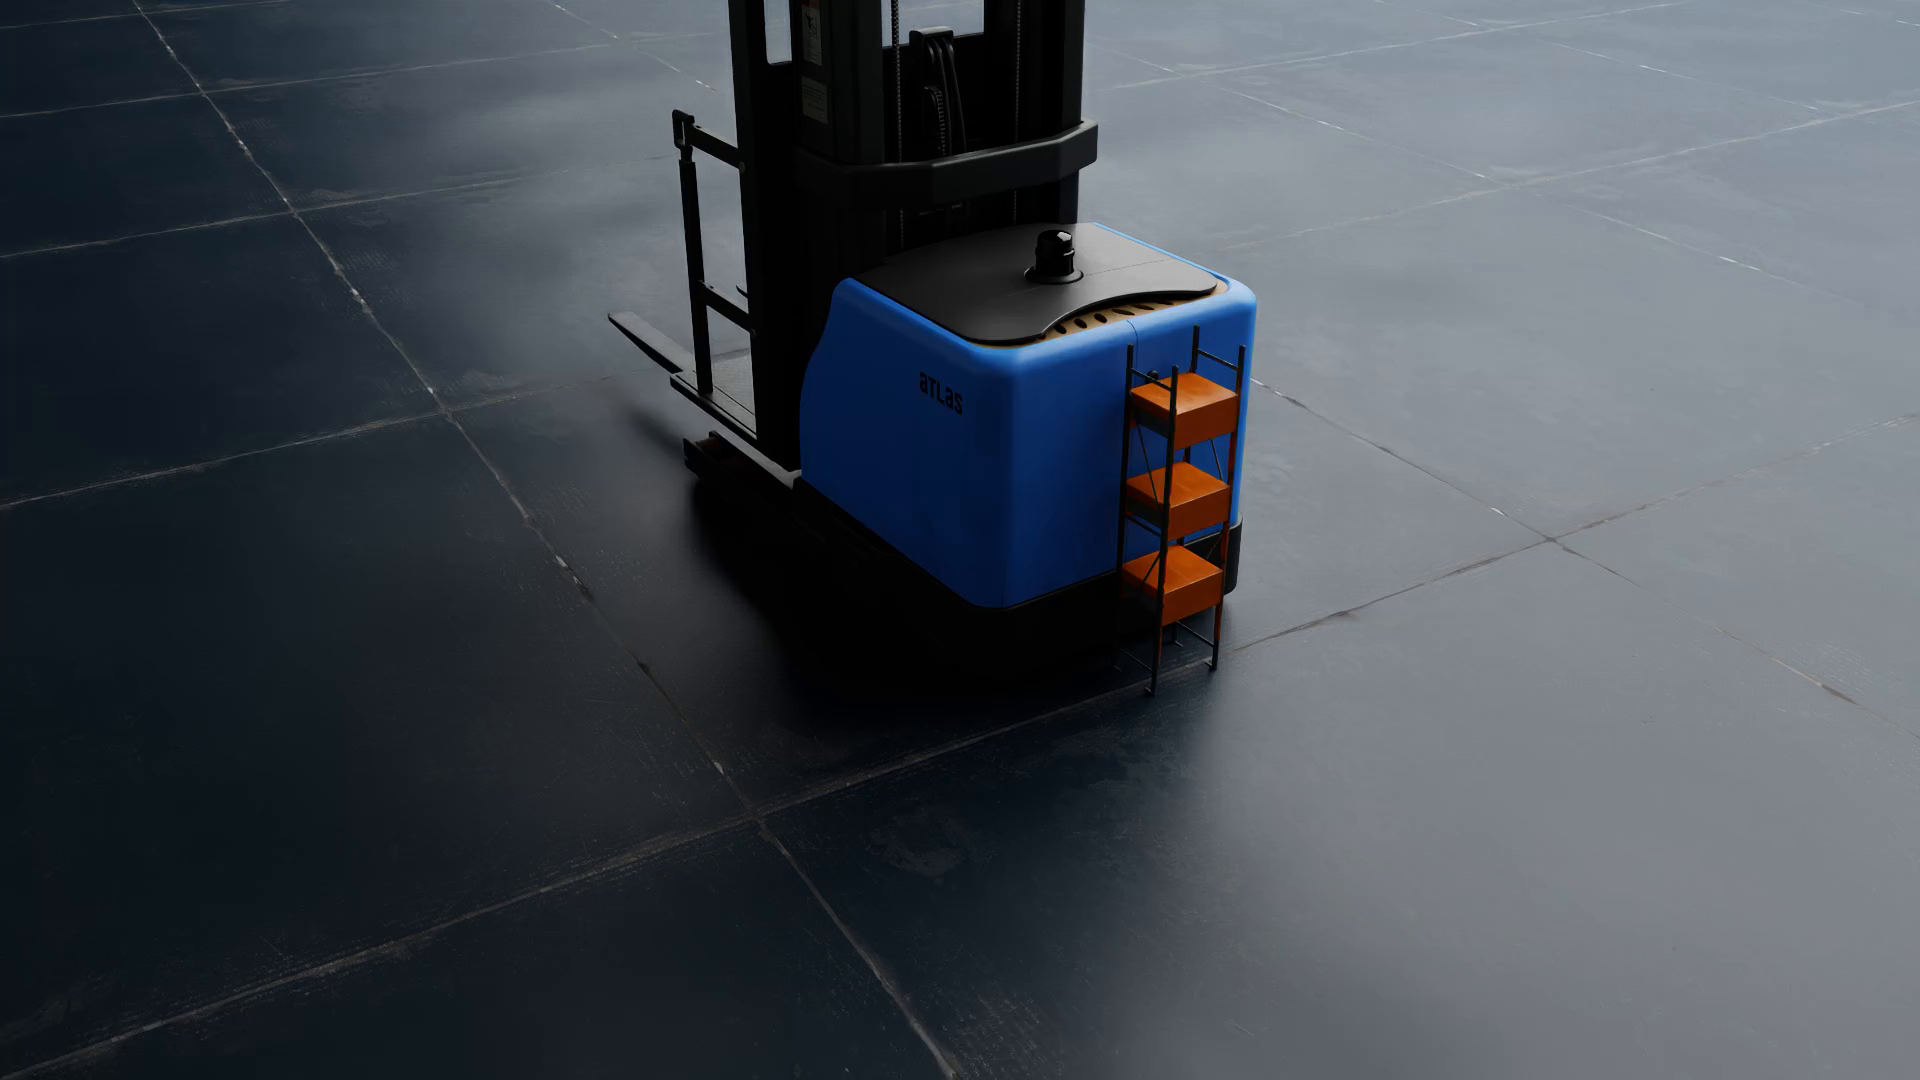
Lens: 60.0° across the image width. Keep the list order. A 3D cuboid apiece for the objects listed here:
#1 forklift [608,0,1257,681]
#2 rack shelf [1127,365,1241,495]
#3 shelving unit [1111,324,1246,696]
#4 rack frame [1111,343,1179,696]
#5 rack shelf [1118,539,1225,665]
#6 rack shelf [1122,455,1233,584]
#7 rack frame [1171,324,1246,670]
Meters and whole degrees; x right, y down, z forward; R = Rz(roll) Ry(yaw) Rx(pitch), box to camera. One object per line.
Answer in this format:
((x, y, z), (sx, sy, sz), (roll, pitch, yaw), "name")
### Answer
((-0.357, -1.534, 5.497), (1.130, 2.935, 3.031), (-18, 34, -30), "forklift")
((0.619, -0.312, 4.663), (0.240, 0.259, 0.215), (-19, 34, -30), "rack shelf")
((0.619, -0.073, 4.795), (0.252, 1.050, 0.215), (-19, 34, -30), "shelving unit")
((0.519, -0.038, 4.733), (0.008, 1.050, 0.200), (-19, 34, -30), "rack frame")
((0.619, 0.180, 4.934), (0.240, 0.259, 0.215), (-19, 34, -30), "rack shelf")
((0.619, -0.063, 4.800), (0.240, 0.259, 0.215), (-19, 34, -30), "rack shelf")
((0.718, -0.107, 4.857), (0.008, 1.050, 0.200), (-19, 34, -30), "rack frame")
